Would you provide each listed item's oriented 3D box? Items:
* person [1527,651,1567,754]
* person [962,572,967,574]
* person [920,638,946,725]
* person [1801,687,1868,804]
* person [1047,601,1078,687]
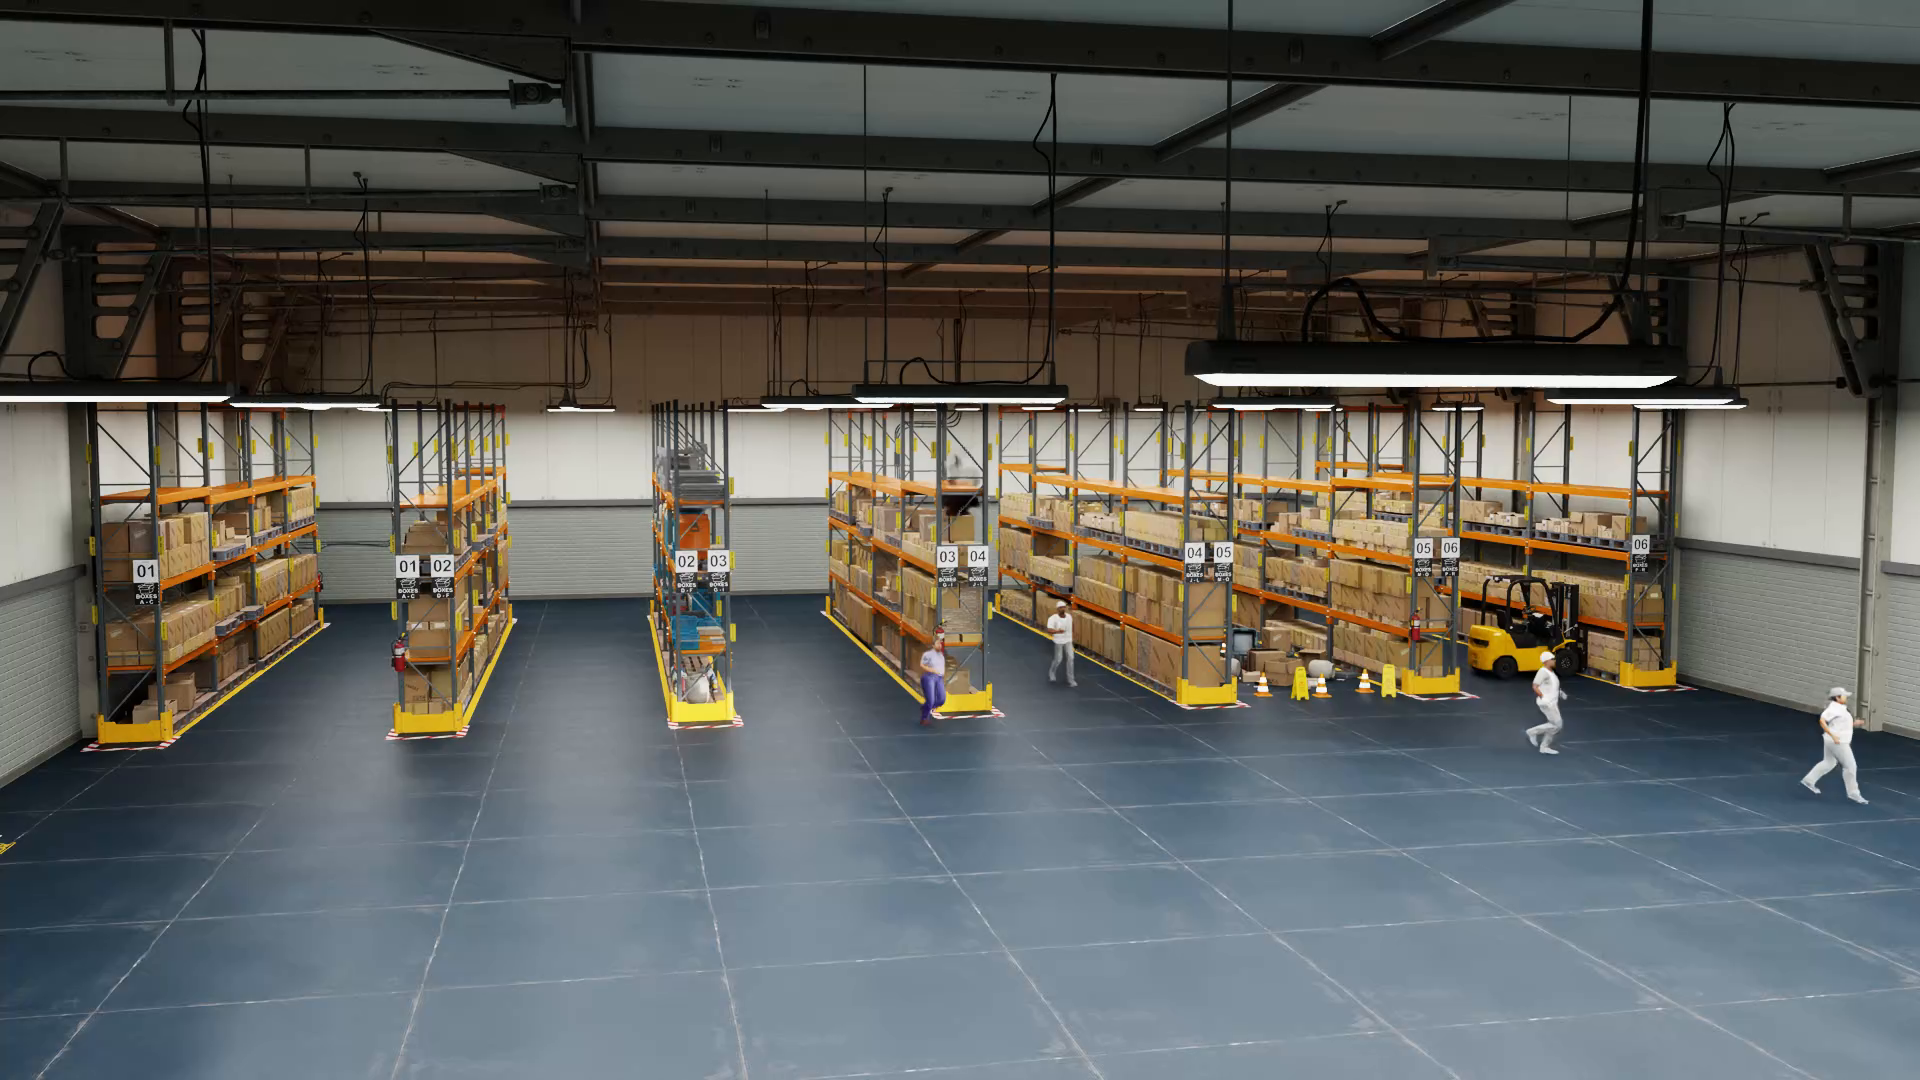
[{"bbox_3d":[9.907,2.744,28.058,0.599,1.733,0.686,3,5,30],"label":"person"},{"bbox_3d":[-0.030,1.235,47.880,0.750,1.708,0.887,1,4,9],"label":"person"},{"bbox_3d":[-0.462,2.612,30.801,0.624,1.592,0.580,-4,6,-41],"label":"person"},{"bbox_3d":[12.991,3.024,24.653,0.895,1.680,0.594,2,5,25],"label":"person"},{"bbox_3d":[2.192,2.175,35.235,0.706,1.759,0.979,-1,5,-19],"label":"person"}]
